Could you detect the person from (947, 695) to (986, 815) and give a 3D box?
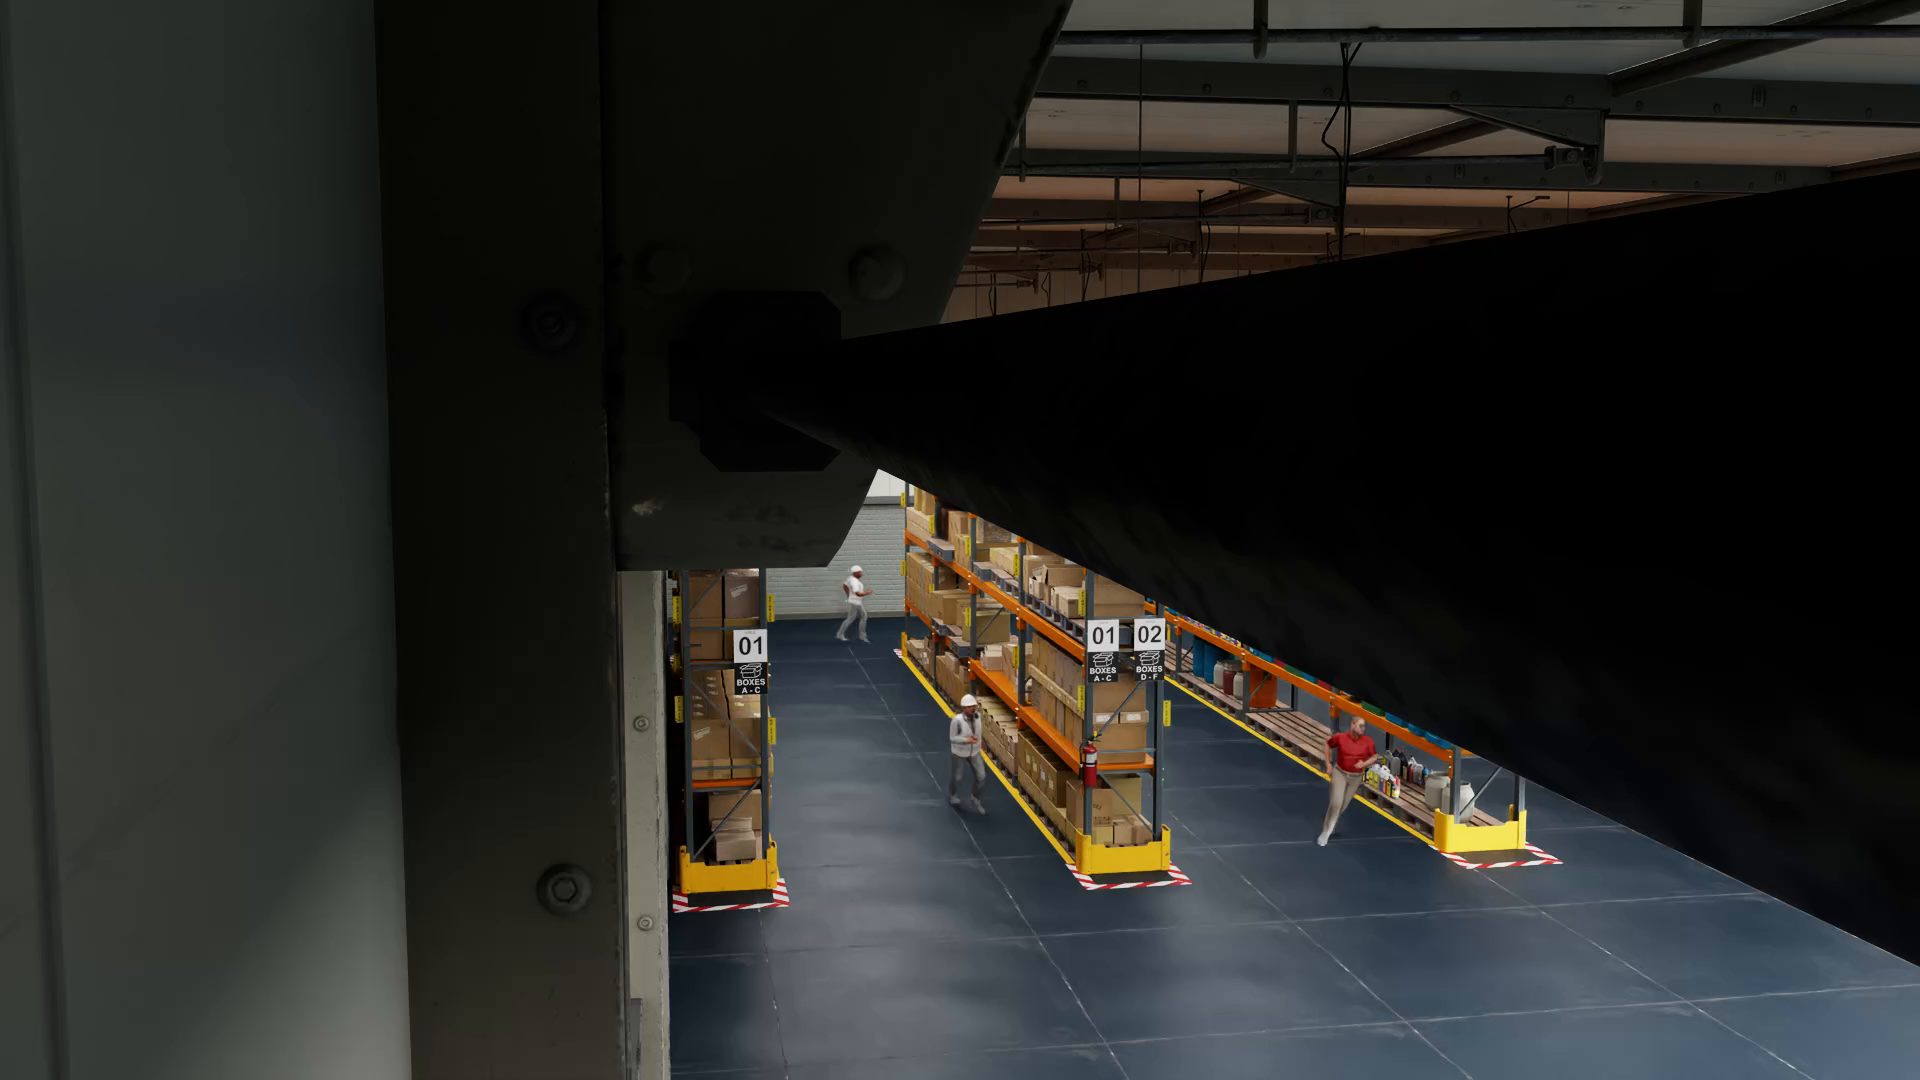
[{"bbox_3d":[0.097,3.028,23.646,0.655,1.741,0.985,-3,6,-23],"label":"person"}]

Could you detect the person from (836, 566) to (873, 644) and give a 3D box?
[{"bbox_3d":[-2.420,1.493,38.143,0.863,1.821,0.689,0,6,-2],"label":"person"}]

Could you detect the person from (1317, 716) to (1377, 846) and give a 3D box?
[{"bbox_3d":[5.148,3.187,22.359,0.845,1.687,0.747,0,6,-4],"label":"person"}]
